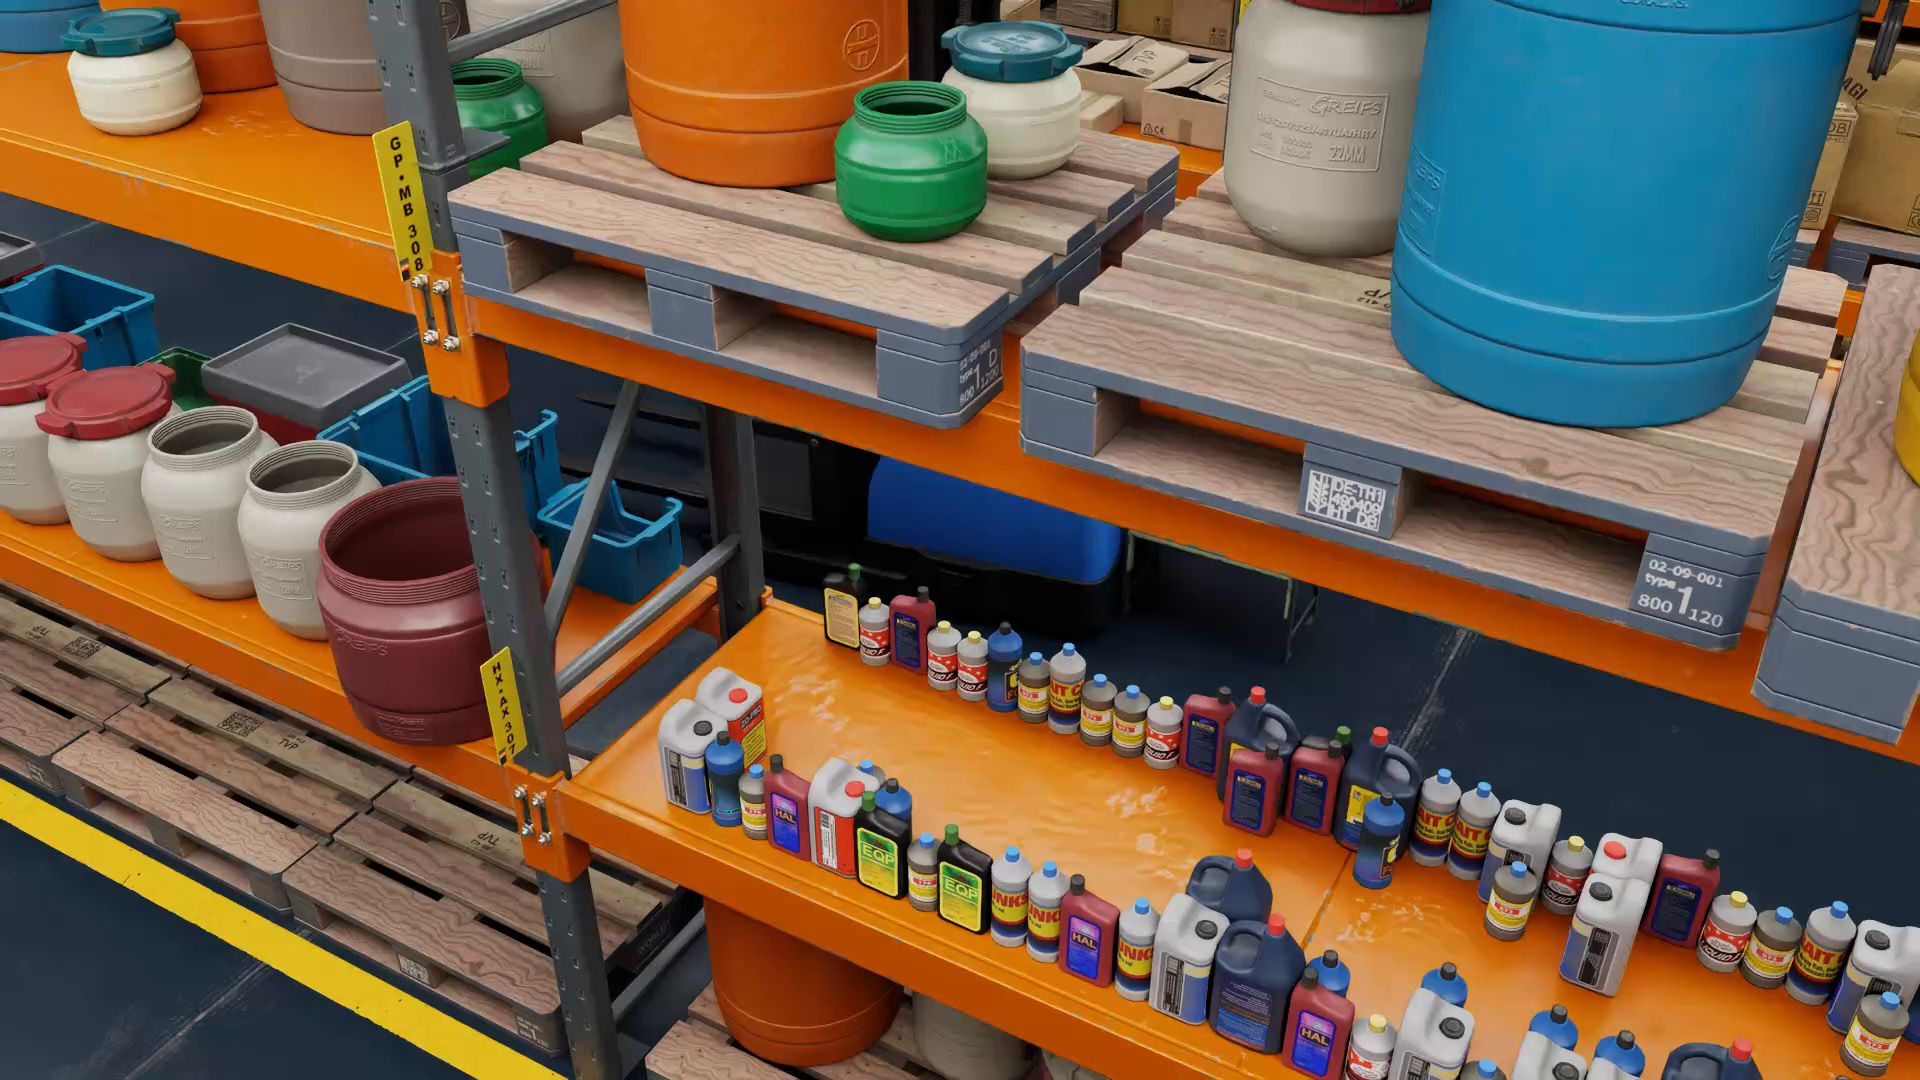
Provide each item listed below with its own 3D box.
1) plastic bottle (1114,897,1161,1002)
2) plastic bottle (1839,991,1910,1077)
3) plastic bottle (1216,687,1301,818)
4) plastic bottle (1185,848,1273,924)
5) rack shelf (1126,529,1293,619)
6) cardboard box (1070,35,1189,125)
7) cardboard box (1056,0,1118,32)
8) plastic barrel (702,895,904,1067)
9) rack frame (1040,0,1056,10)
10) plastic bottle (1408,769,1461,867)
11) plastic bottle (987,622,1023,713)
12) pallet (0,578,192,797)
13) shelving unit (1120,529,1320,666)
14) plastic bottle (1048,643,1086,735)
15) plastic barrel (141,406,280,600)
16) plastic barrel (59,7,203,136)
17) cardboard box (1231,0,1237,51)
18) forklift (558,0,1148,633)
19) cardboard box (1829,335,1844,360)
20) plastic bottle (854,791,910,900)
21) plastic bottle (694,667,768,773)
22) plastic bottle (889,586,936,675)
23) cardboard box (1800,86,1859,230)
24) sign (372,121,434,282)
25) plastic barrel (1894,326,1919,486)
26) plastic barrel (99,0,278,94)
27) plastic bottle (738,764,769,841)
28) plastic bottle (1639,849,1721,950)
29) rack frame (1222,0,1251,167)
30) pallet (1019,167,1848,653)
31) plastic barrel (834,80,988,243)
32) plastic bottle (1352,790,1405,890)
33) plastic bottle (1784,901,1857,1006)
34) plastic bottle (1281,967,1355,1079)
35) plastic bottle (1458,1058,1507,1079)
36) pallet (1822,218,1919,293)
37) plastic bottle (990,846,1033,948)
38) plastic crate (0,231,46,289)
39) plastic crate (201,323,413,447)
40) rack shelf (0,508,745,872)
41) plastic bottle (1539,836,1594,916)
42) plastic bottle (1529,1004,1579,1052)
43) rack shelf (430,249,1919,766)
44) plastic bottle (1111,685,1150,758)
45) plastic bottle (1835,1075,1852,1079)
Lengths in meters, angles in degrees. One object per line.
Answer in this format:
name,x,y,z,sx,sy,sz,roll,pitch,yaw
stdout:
plastic bottle,0.406,0.920,3.779,0.097,0.271,0.097,0,34,0
plastic bottle,1.998,1.066,3.623,0.097,0.201,0.097,0,34,0
plastic bottle,0.774,0.533,4.287,0.185,0.351,0.144,18,37,24
plastic bottle,0.616,0.841,3.825,0.185,0.351,0.144,18,37,24
rack shelf,1.126,-0.024,7.021,0.720,0.370,0.431,17,37,24
cardboard box,0.882,-2.456,8.812,0.500,0.311,0.500,17,37,24
cardboard box,1.191,-4.587,13.790,0.500,0.500,0.700,19,38,26
plastic barrel,-0.466,1.084,4.995,0.708,0.830,0.600,18,37,24
rack frame,0.544,-5.639,13.511,0.127,3.000,1.000,18,37,24
plastic bottle,1.184,0.682,4.136,0.097,0.271,0.097,0,34,0
plastic bottle,0.124,0.346,4.640,0.097,0.271,0.097,0,34,0
pallet,-3.671,0.487,6.829,1.213,0.211,1.003,18,37,24
shelving unit,1.126,-0.295,6.841,0.755,1.500,0.431,17,37,24
plastic bottle,0.294,0.399,4.560,0.097,0.271,0.097,0,34,0
plastic barrel,-2.264,-0.114,5.113,0.421,0.512,0.421,0,34,0
plastic barrel,-2.119,-1.199,4.263,0.301,0.262,0.301,0,34,0
cardboard box,2.531,-4.175,13.171,0.500,0.500,0.700,17,37,24
forklift,-0.641,-1.326,7.097,3.031,2.935,1.130,12,35,17
cardboard box,3.868,-1.034,7.778,0.500,0.250,0.500,18,38,24
plastic bottle,-0.188,0.738,4.041,0.133,0.283,0.061,18,37,24
plastic bottle,-0.608,0.482,4.432,0.135,0.276,0.152,18,37,24
plastic bottle,-0.136,0.247,4.778,0.133,0.283,0.061,18,37,24
cardboard box,3.470,-1.726,7.167,0.500,0.500,0.700,8,35,12
sign,-1.166,-0.709,3.497,0.005,0.325,0.100,18,37,24
plastic barrel,1.681,-0.326,2.278,0.600,0.588,0.600,0,34,0
plastic barrel,-2.072,-1.709,4.516,0.708,0.830,0.600,18,37,24
plastic bottle,-0.512,0.658,4.235,0.097,0.201,0.097,0,34,0
plastic bottle,1.696,0.827,3.907,0.133,0.283,0.061,18,37,24
rack frame,1.562,-2.154,8.278,0.127,3.000,1.000,18,37,24
pallet,0.859,-0.320,2.988,1.213,0.211,1.003,18,37,24
plastic barrel,-0.093,-0.728,3.191,0.294,0.245,0.294,0,34,0
plastic bottle,1.028,0.724,4.072,0.097,0.271,0.097,0,34,0
plastic bottle,1.956,0.926,3.769,0.097,0.271,0.097,0,34,0
plastic bottle,0.775,1.043,3.583,0.133,0.283,0.061,18,37,24
plastic bottle,1.085,1.164,3.475,0.097,0.201,0.097,0,34,0
pallet,4.395,-1.246,7.088,1.213,0.211,1.003,18,37,24
plastic bottle,0.121,0.829,3.914,0.097,0.271,0.097,0,34,0
plastic crate,-3.800,-0.912,6.355,0.583,0.464,0.402,18,37,24
plastic crate,-2.150,-0.389,5.571,0.583,0.464,0.402,18,37,24
rack shelf,-2.635,-0.022,5.725,4.000,0.370,1.077,18,37,24
plastic bottle,1.470,0.801,4.020,0.097,0.201,0.097,0,34,0
plastic bottle,1.245,1.088,3.525,0.097,0.271,0.097,0,34,0
rack shelf,0.838,-0.170,3.242,4.000,0.370,1.077,18,37,24
plastic bottle,0.463,0.482,4.499,0.097,0.201,0.097,0,34,0
plastic bottle,1.685,1.185,3.309,0.185,0.351,0.144,18,37,24
